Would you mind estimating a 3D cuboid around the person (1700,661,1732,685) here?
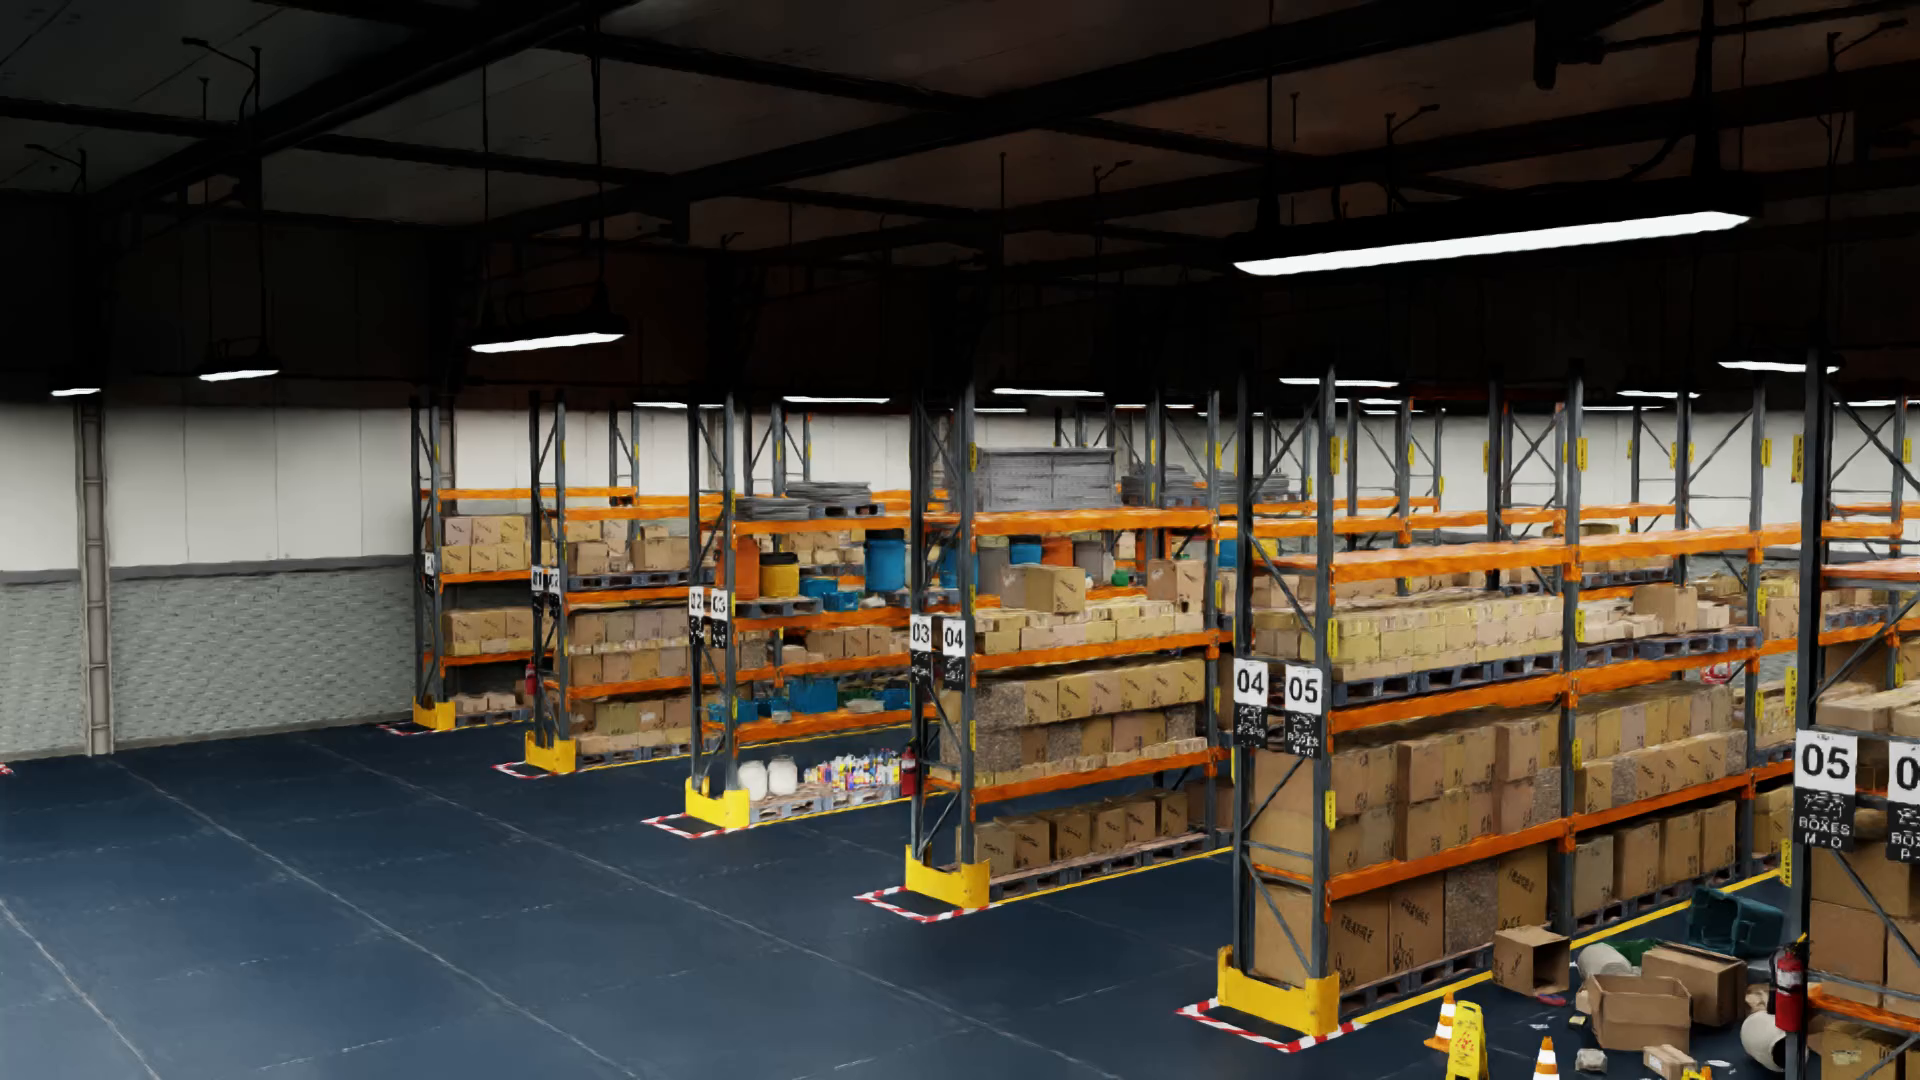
[{"bbox_3d":[13.296,2.558,29.219,0.625,1.781,0.579,0,3,1],"label":"person"}]
